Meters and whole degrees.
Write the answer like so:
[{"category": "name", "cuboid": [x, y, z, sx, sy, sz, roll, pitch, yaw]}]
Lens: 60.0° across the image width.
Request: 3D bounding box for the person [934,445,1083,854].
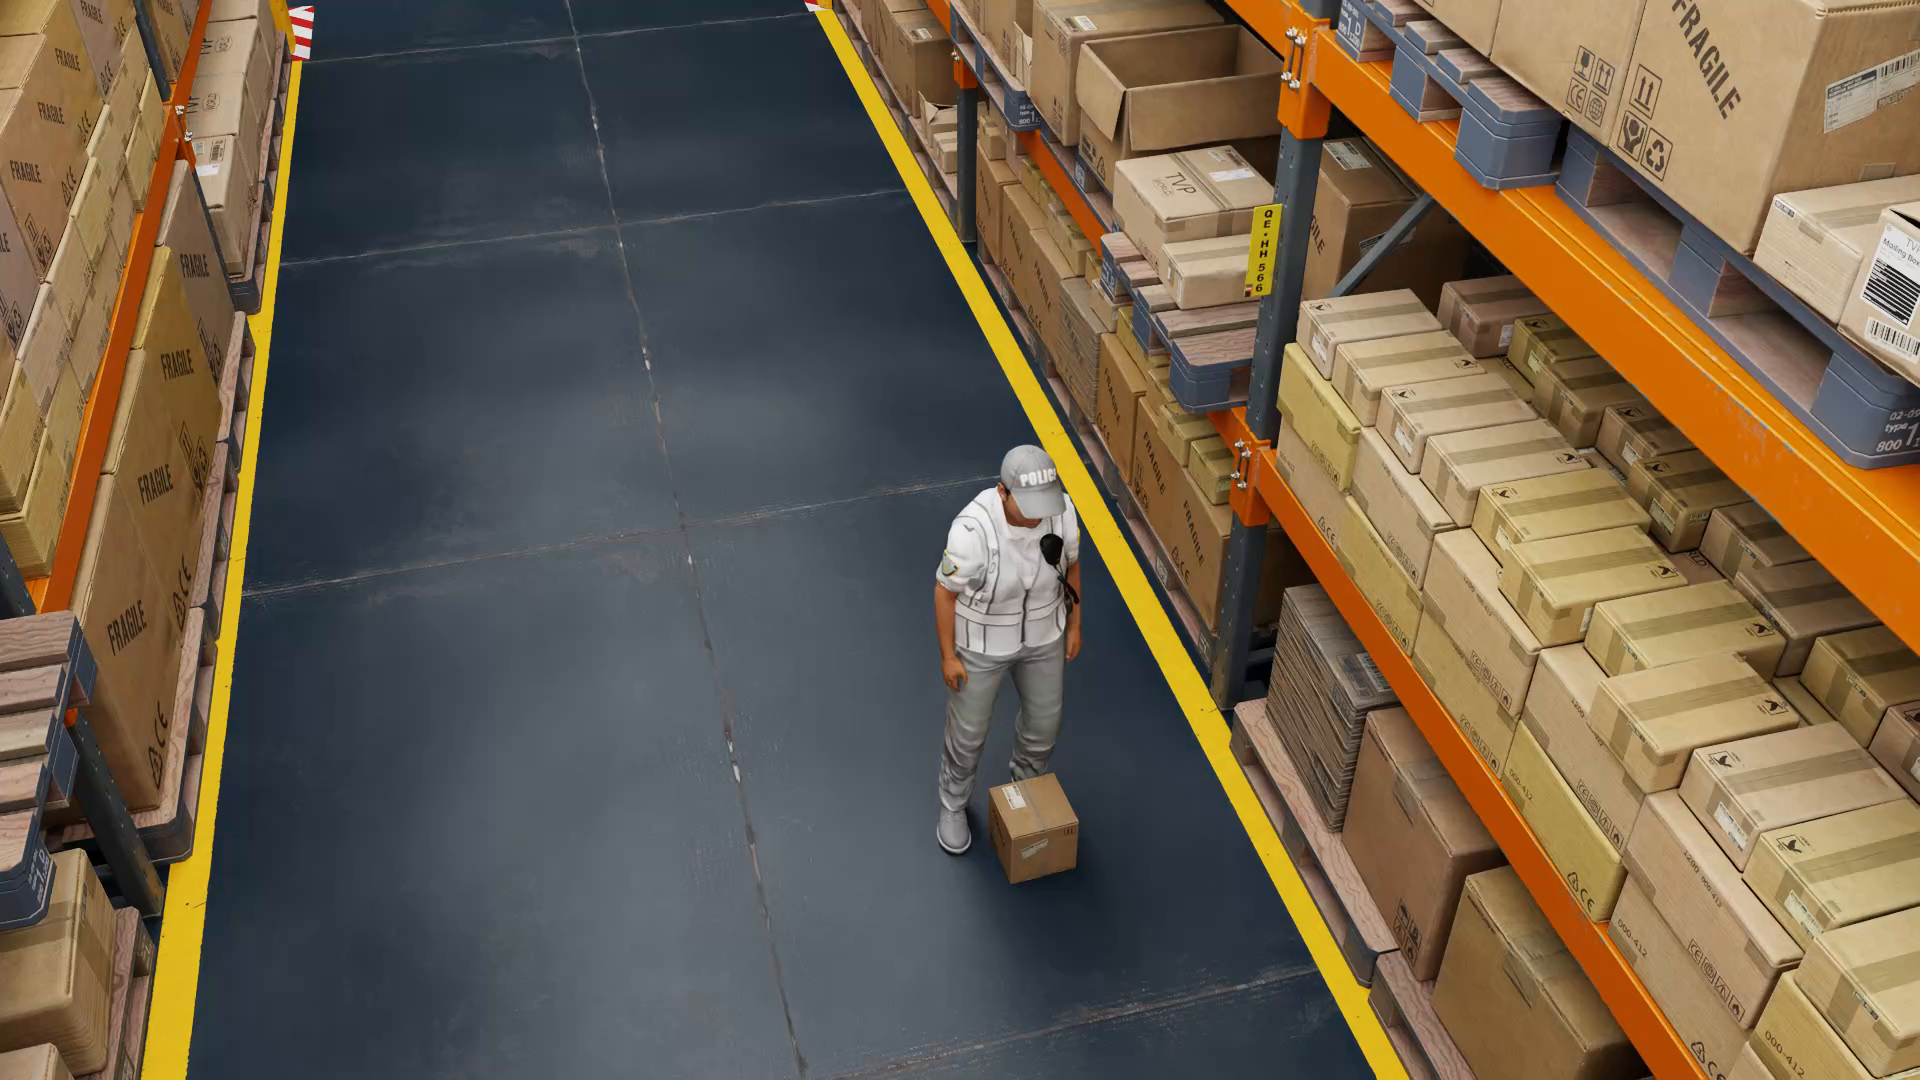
[{"category": "person", "cuboid": [0.161, 0.353, 5.702, 0.566, 1.667, 0.465, -13, 40, -16]}]
